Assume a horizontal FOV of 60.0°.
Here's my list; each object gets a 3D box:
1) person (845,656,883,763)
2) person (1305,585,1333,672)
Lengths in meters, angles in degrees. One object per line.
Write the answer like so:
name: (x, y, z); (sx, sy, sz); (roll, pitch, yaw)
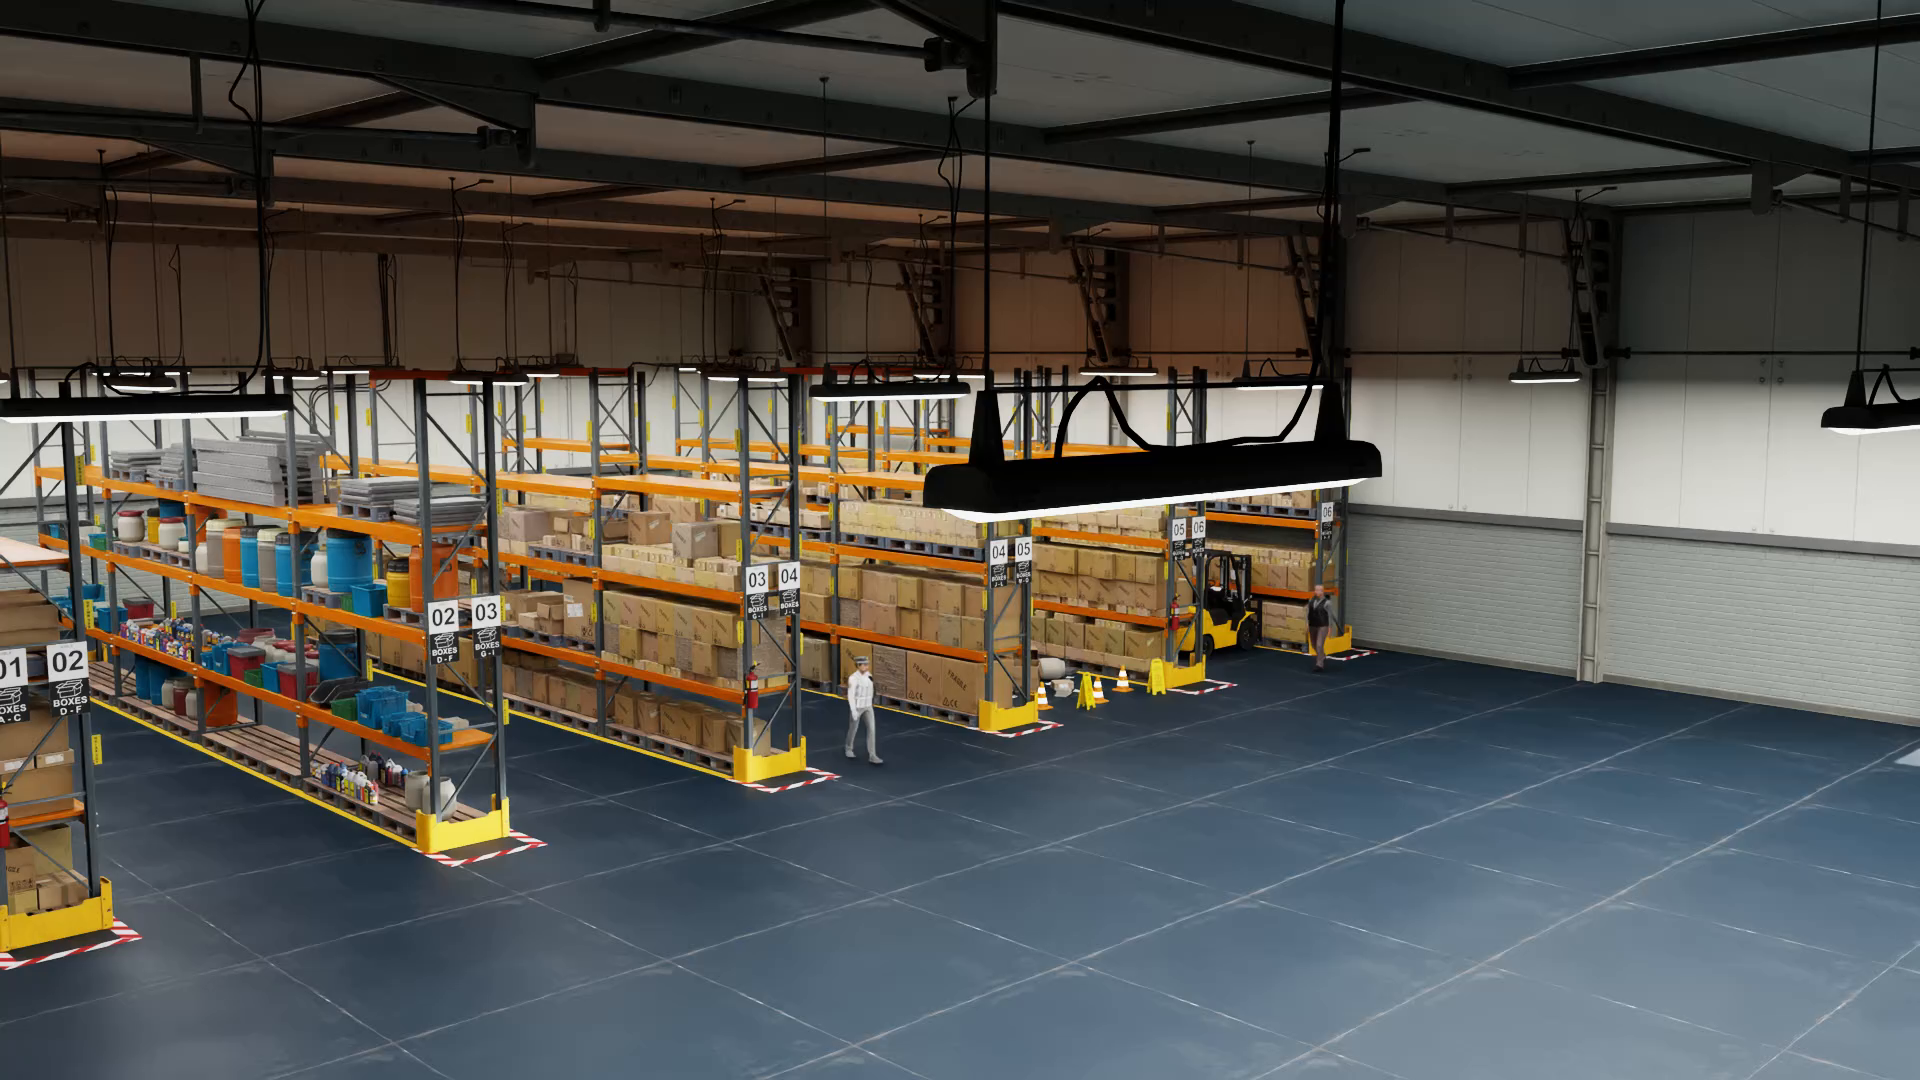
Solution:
person: (-1.516, 2.599, 25.719); (0.534, 1.632, 0.866); (-5, 8, -37)
person: (7.183, 1.741, 33.220); (0.802, 1.708, 0.510); (-5, 8, -40)
